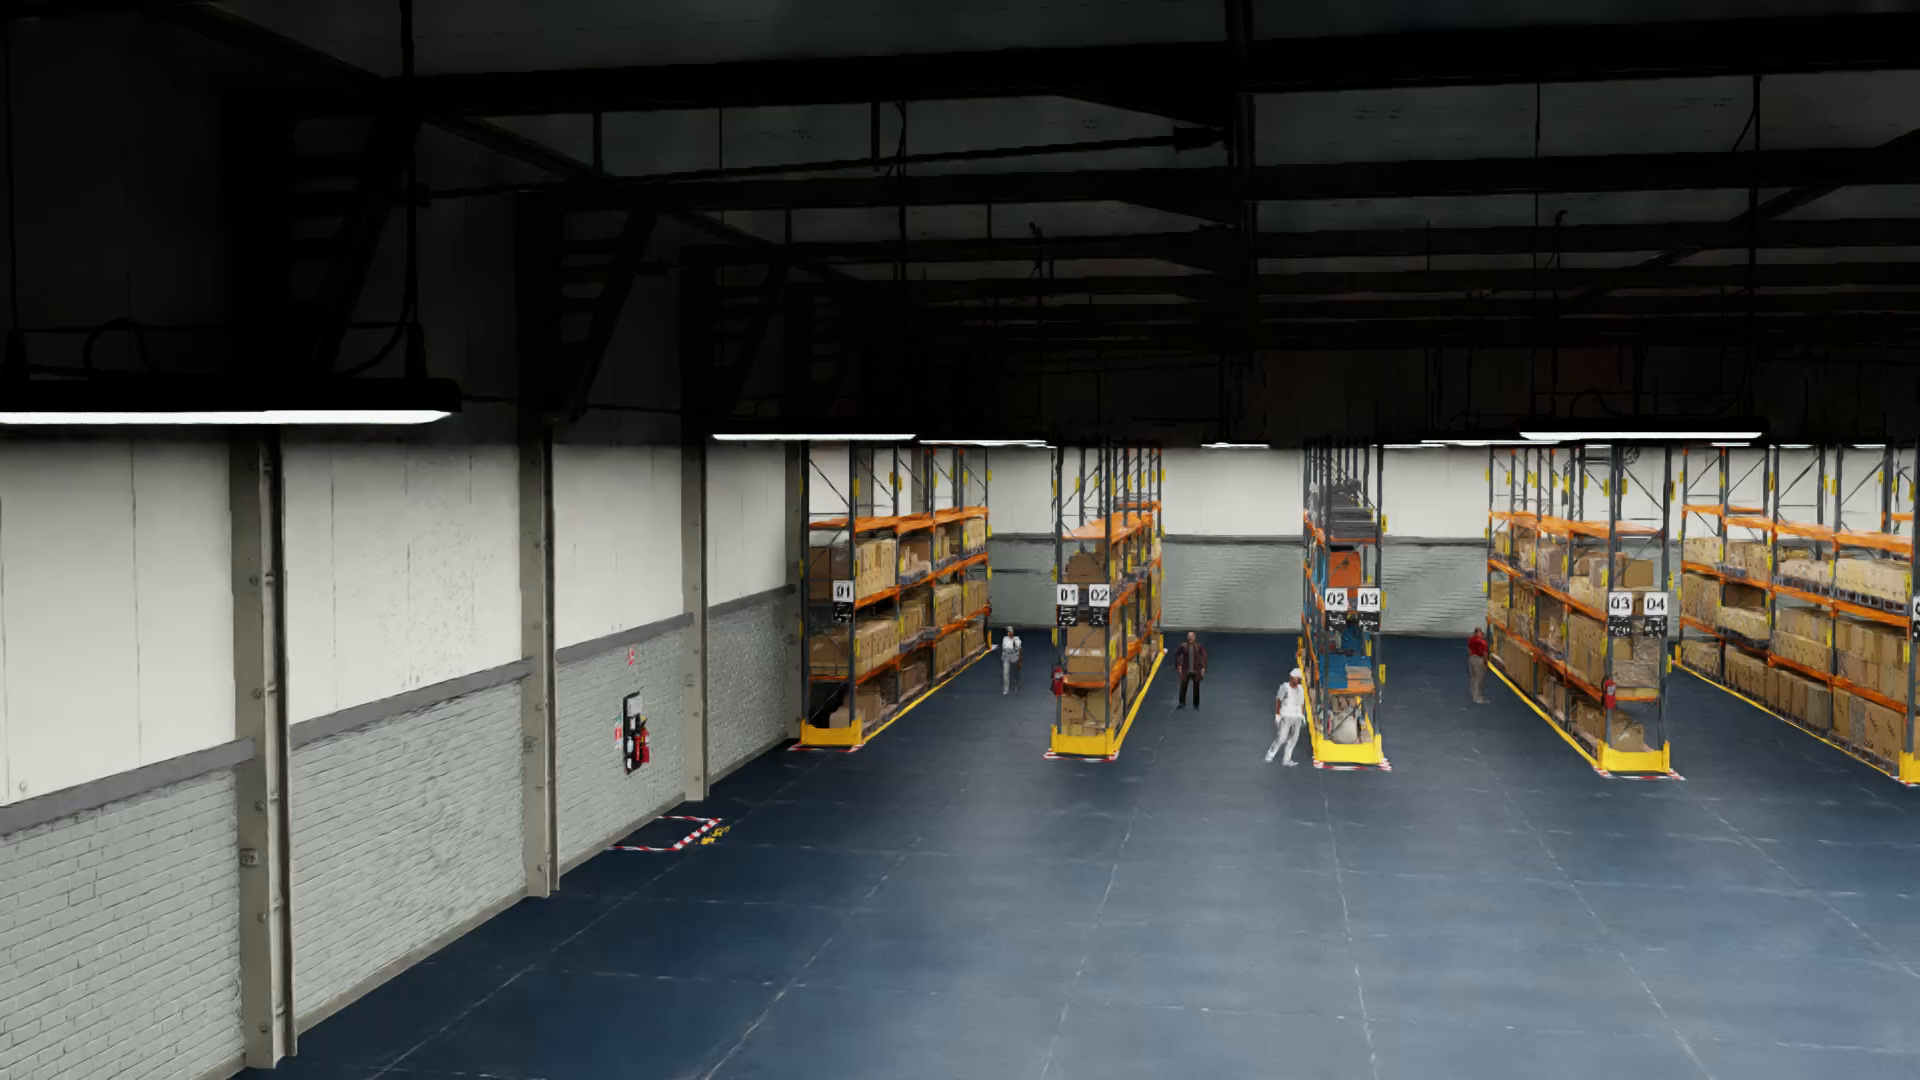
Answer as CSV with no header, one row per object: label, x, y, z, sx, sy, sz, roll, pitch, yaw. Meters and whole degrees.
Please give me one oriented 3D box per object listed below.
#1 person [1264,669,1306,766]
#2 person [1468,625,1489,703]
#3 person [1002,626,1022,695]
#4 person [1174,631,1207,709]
person,5.920,3.210,30.206,0.743,1.763,0.538,-2,3,-26
person,11.806,2.802,37.785,0.457,1.733,0.593,-1,3,-21
person,1.218,2.808,38.960,0.493,1.606,0.991,0,3,9
person,5.105,2.871,36.797,0.729,1.733,0.546,0,3,8
